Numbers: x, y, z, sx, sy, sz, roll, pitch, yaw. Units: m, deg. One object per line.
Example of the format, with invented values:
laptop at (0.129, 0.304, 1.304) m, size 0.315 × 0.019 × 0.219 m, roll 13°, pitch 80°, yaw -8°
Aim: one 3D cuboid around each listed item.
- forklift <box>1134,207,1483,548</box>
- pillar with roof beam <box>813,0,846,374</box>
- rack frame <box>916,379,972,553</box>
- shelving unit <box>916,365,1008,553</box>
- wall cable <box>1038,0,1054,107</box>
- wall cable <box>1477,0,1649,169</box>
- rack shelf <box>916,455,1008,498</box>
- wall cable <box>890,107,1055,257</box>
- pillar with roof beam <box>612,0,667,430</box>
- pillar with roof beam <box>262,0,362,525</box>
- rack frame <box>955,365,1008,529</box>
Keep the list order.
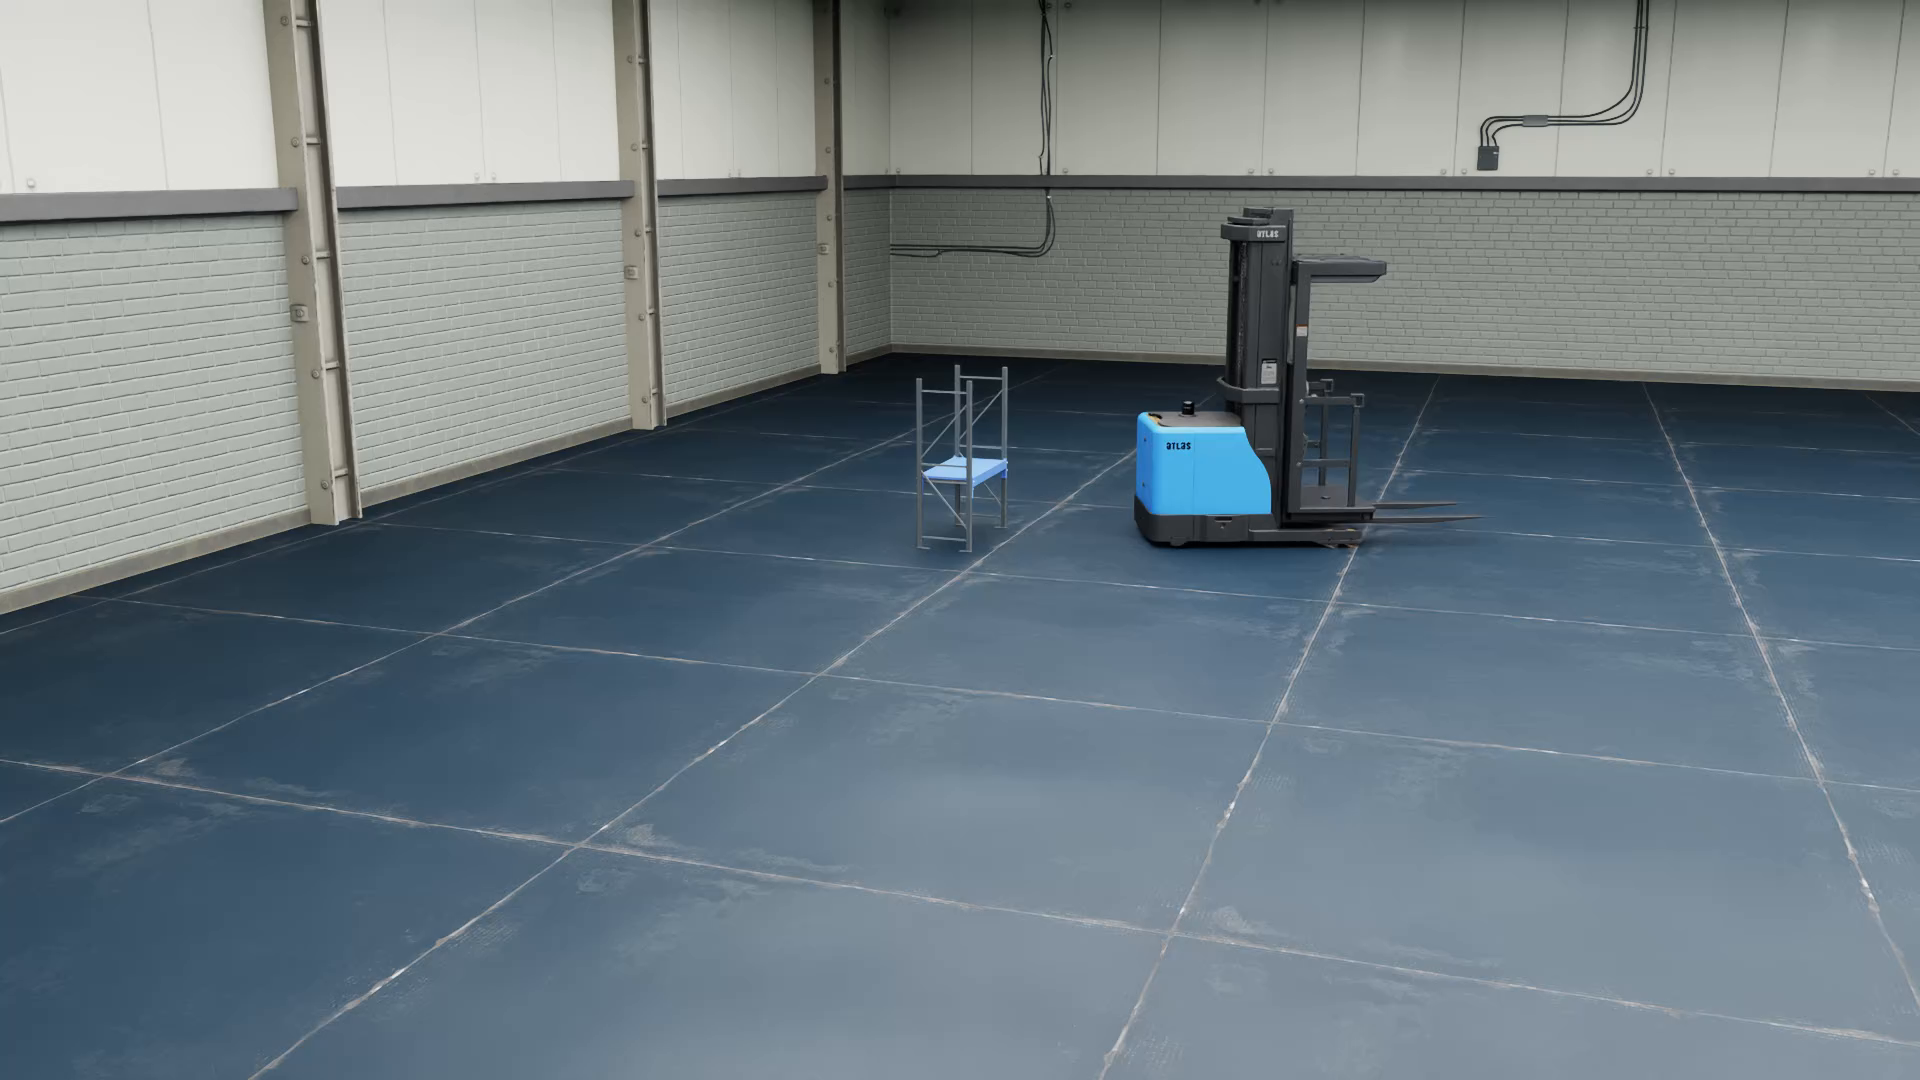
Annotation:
forklift at (3.157, -1.476, 14.867) m, size 3.031 × 2.935 × 1.130 m, roll -1°, pitch 13°, yaw -3°
pillar with roof beam at (2.016, -6.795, 24.534) m, size 9.100 × 9.000 × 0.400 m, roll 4°, pitch 14°, yaw 18°
rack frame at (-0.137, -0.642, 14.431) m, size 0.500 × 1.500 × 0.032 m, roll 4°, pitch 14°, yaw 18°
shelving unit at (0.028, -0.749, 14.900) m, size 0.538 × 1.500 × 1.048 m, roll 4°, pitch 14°, yaw 18°
wall cable at (2.707, -8.383, 27.123) m, size 3.097 × 2.526 × 0.112 m, roll 4°, pitch 14°, yaw 18°
wall cable at (9.125, -8.601, 24.805) m, size 2.305 × 6.003 × 0.169 m, roll 4°, pitch 14°, yaw 18°
rack shelf at (0.028, -0.574, 14.940) m, size 0.538 × 0.185 × 1.000 m, roll 4°, pitch 14°, yaw 18°
wall cable at (0.147, -6.116, 28.538) m, size 3.097 × 2.526 × 0.112 m, roll 4°, pitch 14°, yaw 18°
pillar with roof beam at (0.075, -5.531, 18.999) m, size 9.100 × 9.000 × 0.400 m, roll 4°, pitch 14°, yaw 18°
pillar with roof beam at (-1.866, -4.268, 13.464) m, size 9.100 × 9.000 × 0.400 m, roll 4°, pitch 14°, yaw 18°
rack frame at (0.192, -0.856, 15.369) m, size 0.500 × 1.500 × 0.032 m, roll 4°, pitch 14°, yaw 18°
